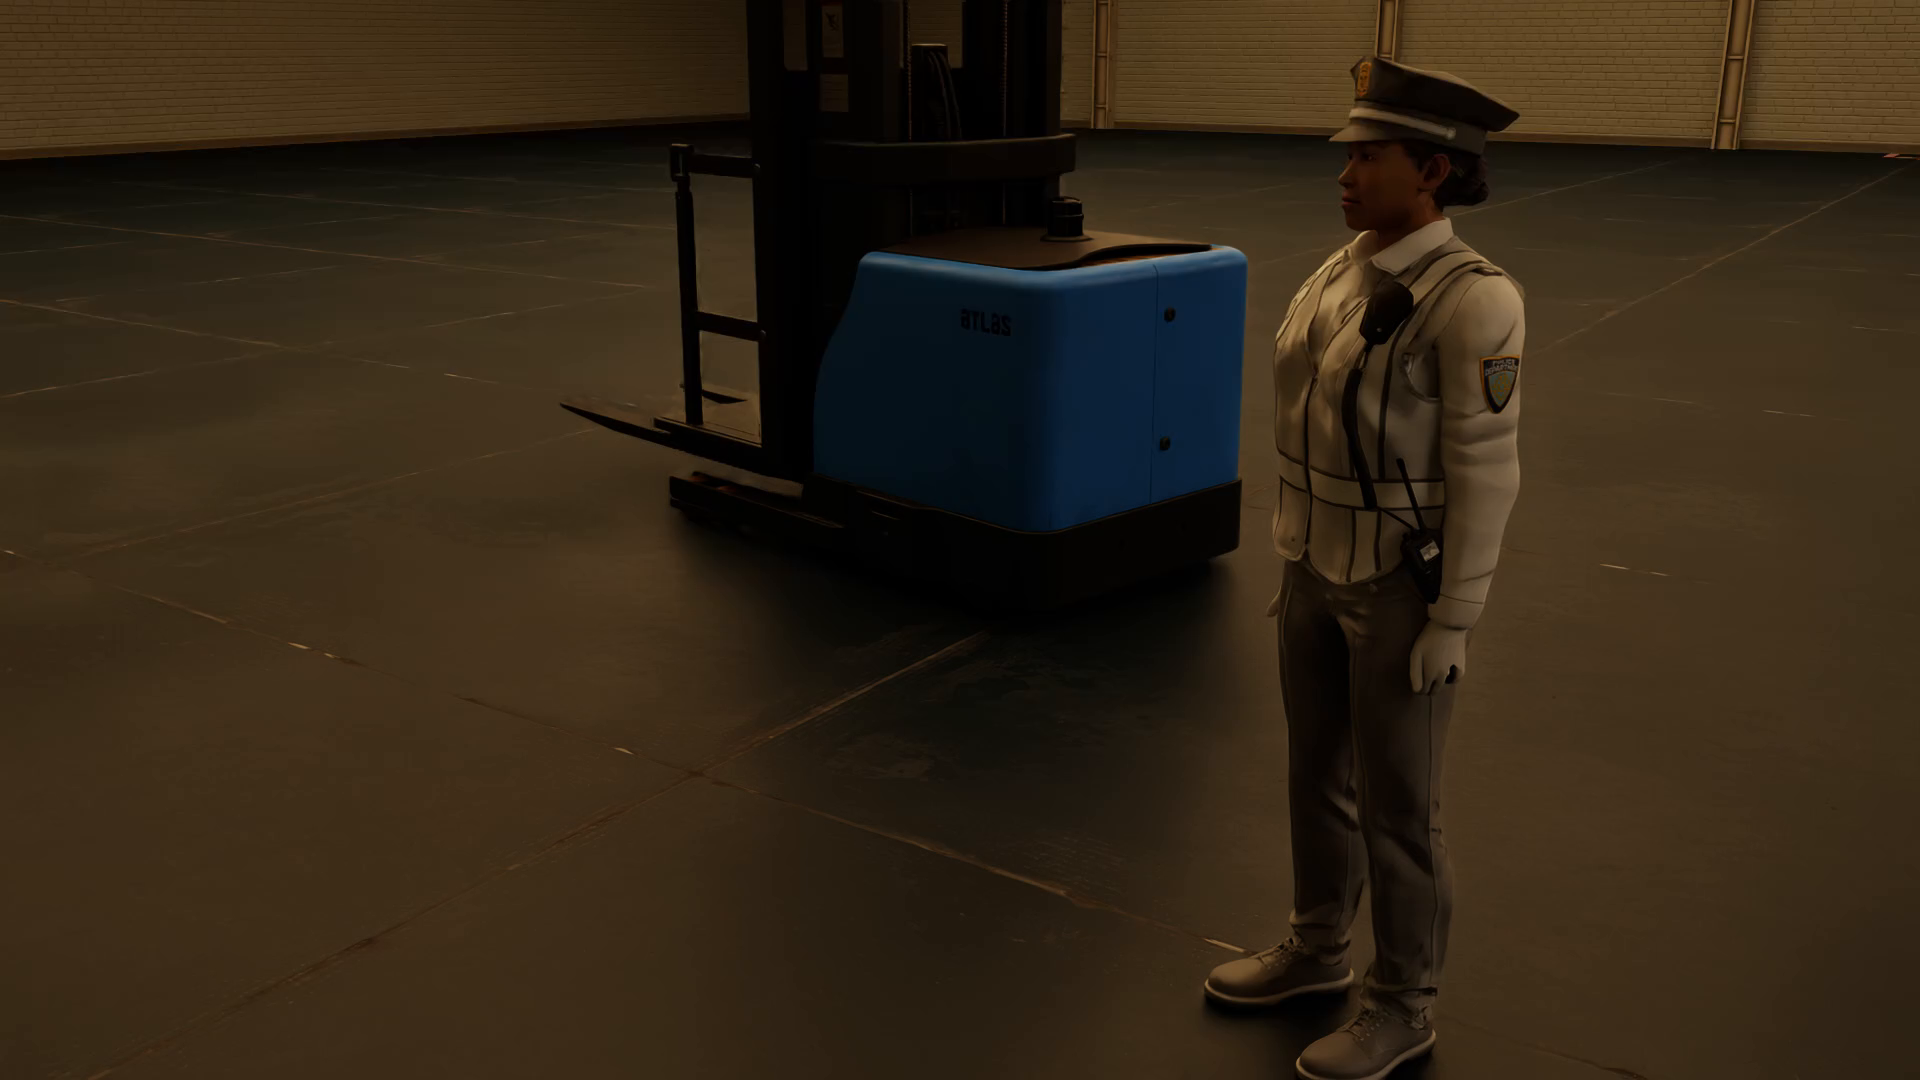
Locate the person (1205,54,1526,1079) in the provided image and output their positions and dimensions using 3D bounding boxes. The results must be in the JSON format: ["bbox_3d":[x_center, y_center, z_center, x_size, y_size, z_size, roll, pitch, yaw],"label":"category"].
[{"bbox_3d":[0.674,0.076,2.752,0.332,1.691,0.469,-7,18,-21],"label":"person"}]

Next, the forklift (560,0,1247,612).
[{"bbox_3d":[-0.436,-1.530,5.948,1.130,2.935,3.031,-15,22,-41],"label":"forklift"}]
